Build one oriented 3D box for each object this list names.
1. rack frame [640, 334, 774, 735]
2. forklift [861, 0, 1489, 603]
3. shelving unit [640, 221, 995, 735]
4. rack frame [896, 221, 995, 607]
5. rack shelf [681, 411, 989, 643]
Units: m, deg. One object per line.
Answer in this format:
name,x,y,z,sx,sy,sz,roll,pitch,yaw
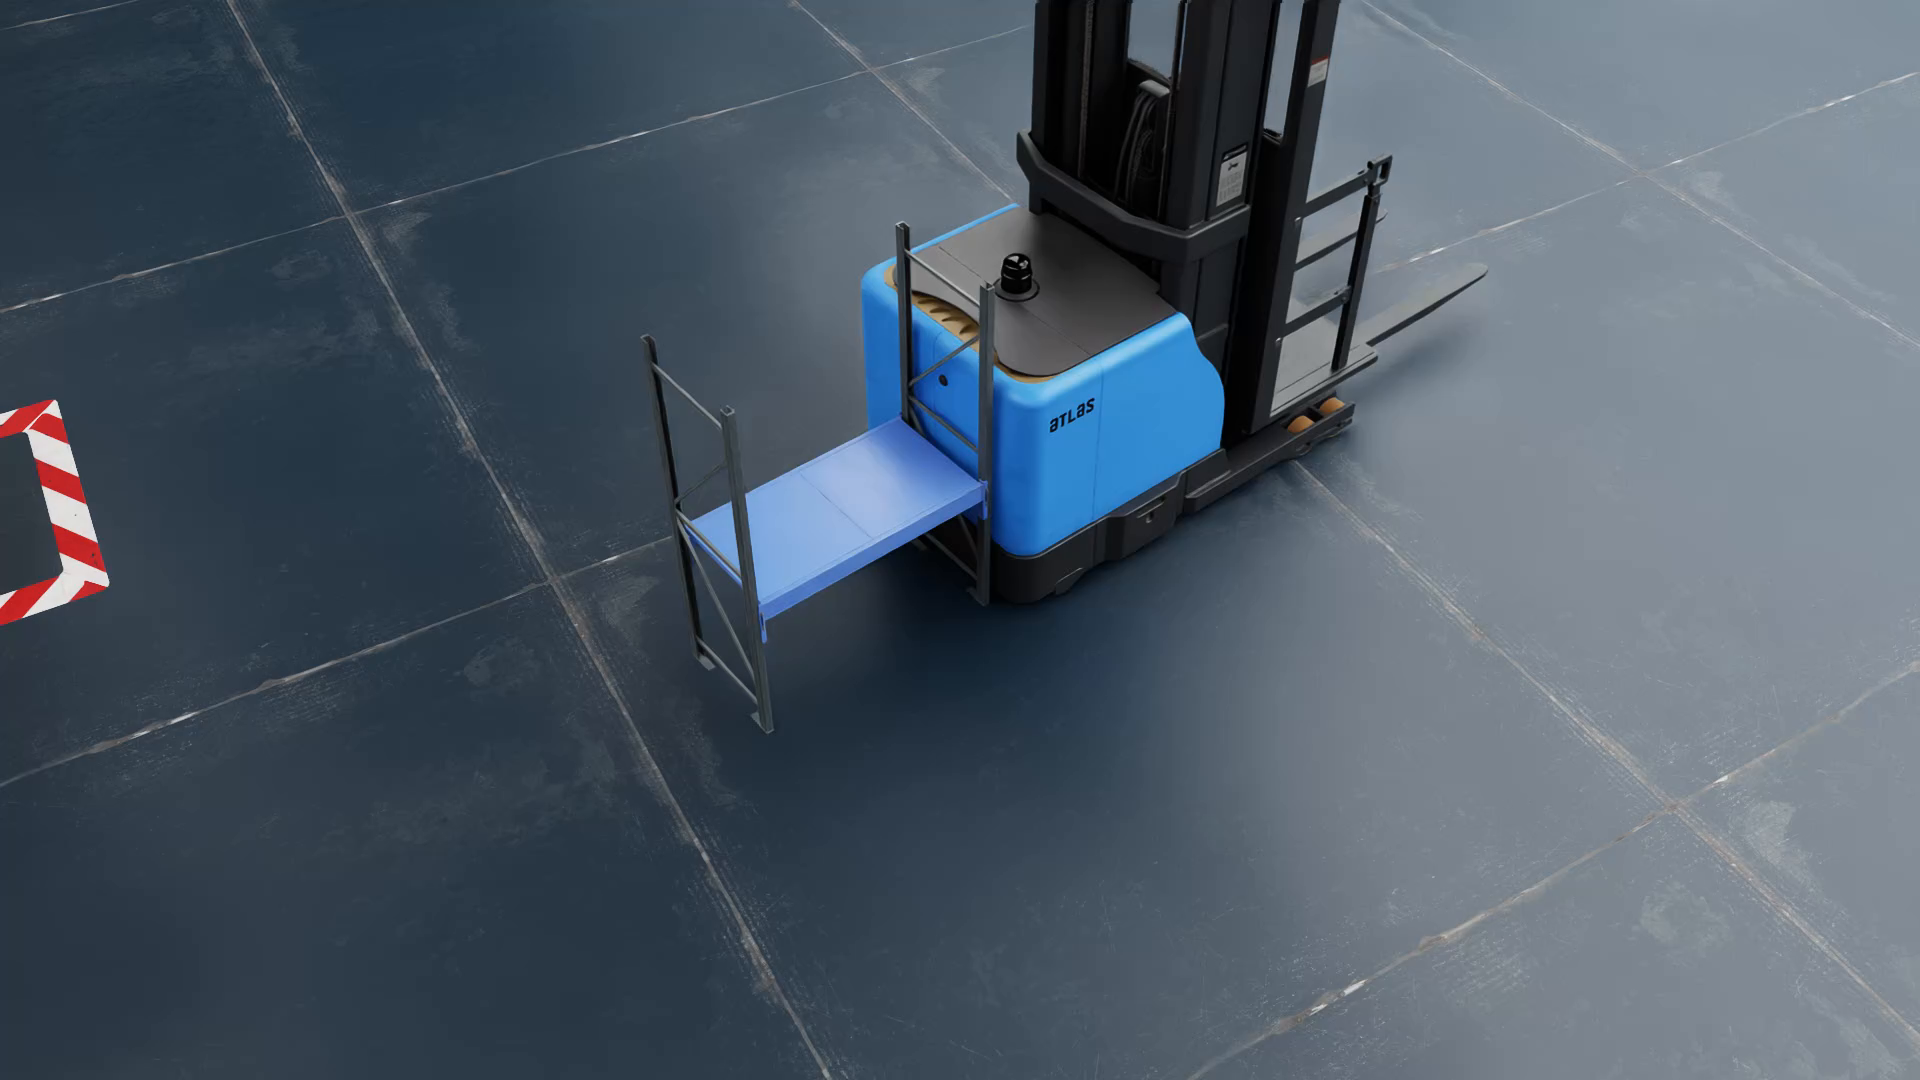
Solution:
rack frame,-0.843,0.026,5.647,0.032,1.500,0.500,-29,51,-27
forklift,-8.737,-2.530,7.253,16.733,2.935,15.389,-29,51,-27
shelving unit,-0.448,-0.197,5.876,1.048,1.500,0.538,-29,51,-27
rack frame,-0.053,-0.420,6.106,0.032,1.500,0.500,-29,51,-27
rack shelf,-0.448,-0.068,6.001,1.000,0.185,0.538,-29,51,-27
